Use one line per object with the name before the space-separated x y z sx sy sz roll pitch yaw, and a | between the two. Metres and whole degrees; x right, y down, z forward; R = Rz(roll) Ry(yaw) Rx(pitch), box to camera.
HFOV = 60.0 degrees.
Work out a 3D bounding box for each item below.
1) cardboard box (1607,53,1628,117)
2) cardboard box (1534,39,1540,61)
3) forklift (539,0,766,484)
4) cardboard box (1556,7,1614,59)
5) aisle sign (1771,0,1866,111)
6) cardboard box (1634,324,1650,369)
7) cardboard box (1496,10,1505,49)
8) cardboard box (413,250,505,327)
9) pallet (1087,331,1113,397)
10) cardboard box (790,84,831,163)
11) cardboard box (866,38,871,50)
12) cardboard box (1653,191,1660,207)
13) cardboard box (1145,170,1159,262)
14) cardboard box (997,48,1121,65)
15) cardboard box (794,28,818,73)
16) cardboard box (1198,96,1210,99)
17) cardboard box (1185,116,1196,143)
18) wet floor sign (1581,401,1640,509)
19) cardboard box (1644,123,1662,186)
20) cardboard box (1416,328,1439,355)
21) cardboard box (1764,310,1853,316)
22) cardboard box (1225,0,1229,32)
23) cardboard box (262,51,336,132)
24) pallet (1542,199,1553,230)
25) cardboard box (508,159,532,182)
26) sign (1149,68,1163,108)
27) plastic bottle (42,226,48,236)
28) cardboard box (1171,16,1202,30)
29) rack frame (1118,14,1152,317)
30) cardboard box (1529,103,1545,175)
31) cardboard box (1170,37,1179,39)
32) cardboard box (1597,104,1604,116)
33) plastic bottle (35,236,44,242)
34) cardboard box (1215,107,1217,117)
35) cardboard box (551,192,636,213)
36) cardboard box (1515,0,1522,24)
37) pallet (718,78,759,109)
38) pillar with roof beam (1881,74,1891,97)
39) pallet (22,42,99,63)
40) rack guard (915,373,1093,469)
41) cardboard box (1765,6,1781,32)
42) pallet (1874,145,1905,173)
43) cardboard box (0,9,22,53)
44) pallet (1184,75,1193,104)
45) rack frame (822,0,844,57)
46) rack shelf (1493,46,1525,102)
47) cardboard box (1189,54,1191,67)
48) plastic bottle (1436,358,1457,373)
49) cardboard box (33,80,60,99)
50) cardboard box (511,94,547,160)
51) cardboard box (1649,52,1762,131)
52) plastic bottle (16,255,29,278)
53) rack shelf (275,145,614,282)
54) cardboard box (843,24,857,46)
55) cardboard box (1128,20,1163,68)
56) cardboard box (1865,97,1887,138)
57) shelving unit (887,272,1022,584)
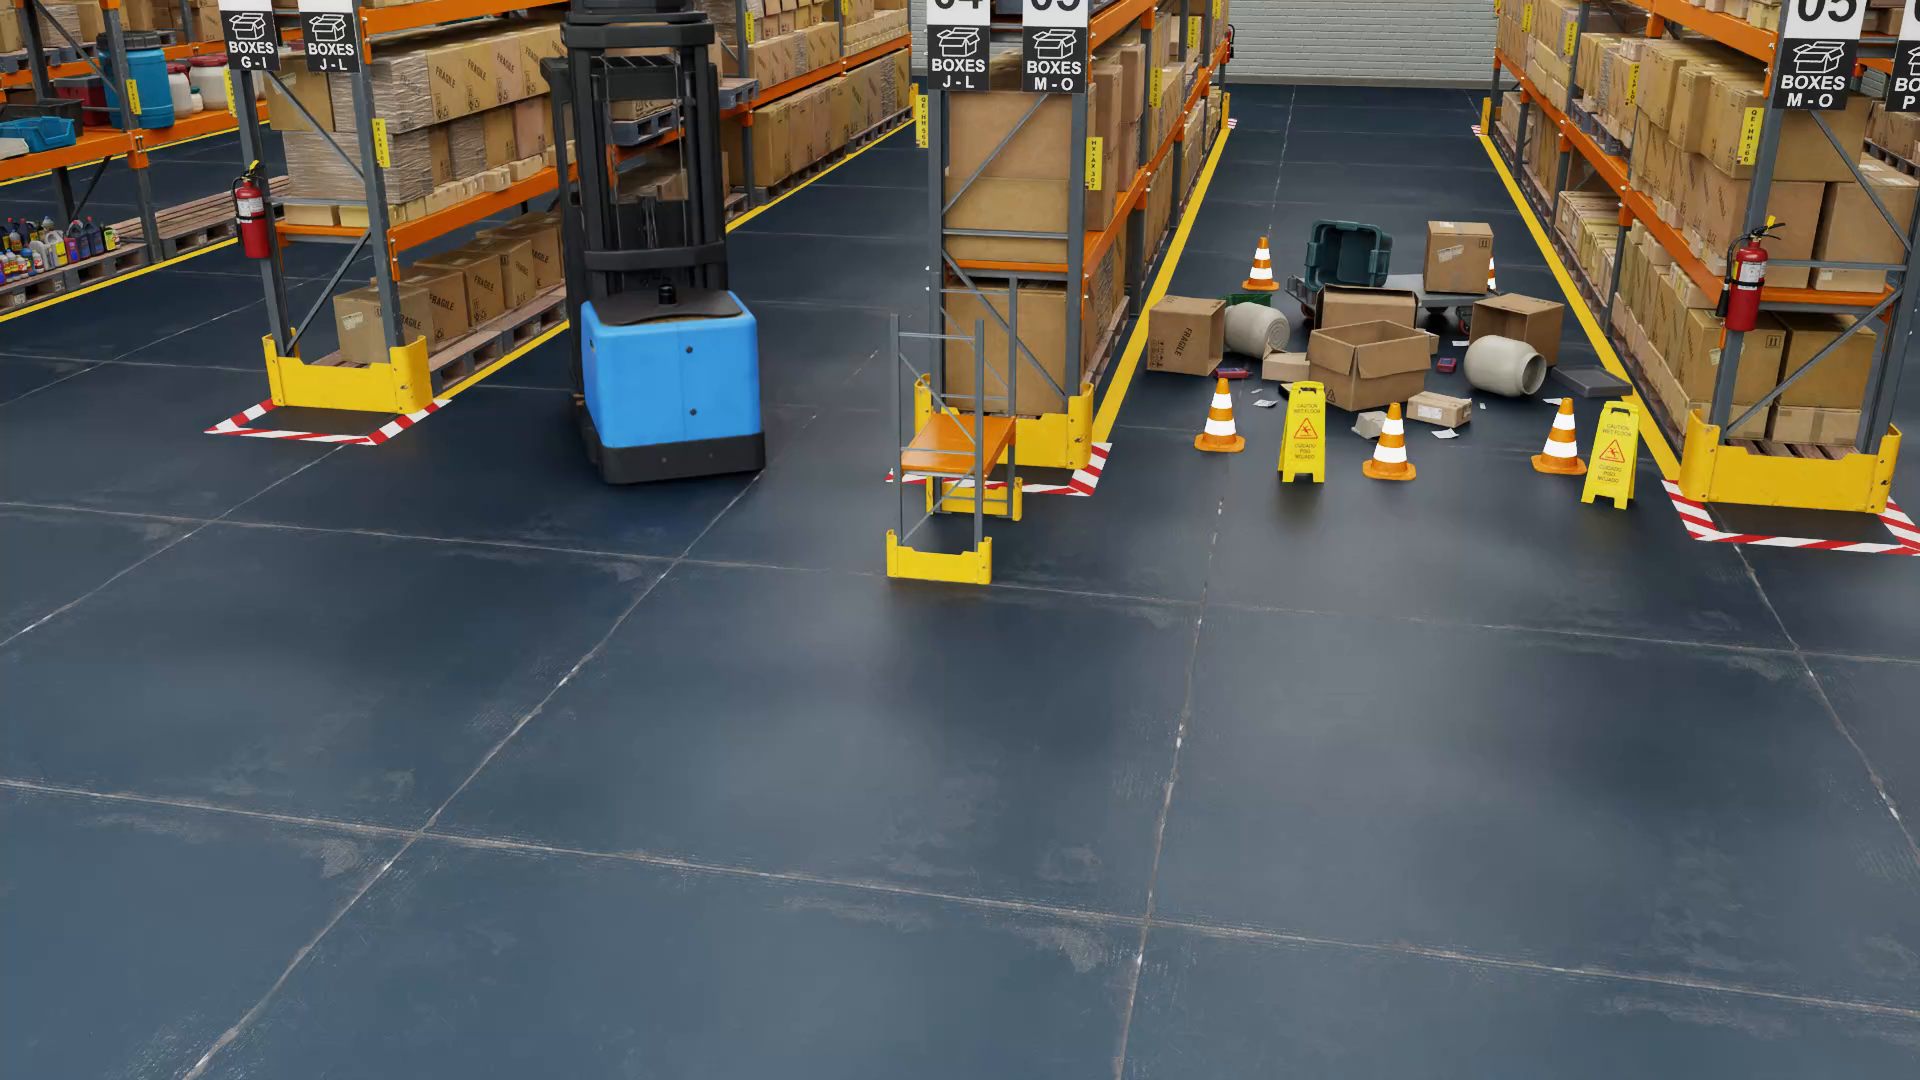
cardboard box | 6.062 -4.028 14.746 0.500 0.500 0.500 5 23 13
cardboard box | 7.168 -5.849 19.892 0.500 0.250 0.500 5 22 12
forklift | -2.214 -2.234 11.476 1.130 2.935 3.031 -7 23 -17
cardboard box | 6.743 -5.463 17.931 0.500 0.500 0.500 5 22 12
aisle sign | 4.868 -2.835 9.399 0.394 0.787 0.004 4 22 11
cardboard box | 5.393 -1.427 12.499 0.500 0.250 0.500 4 22 10
cardboard box | 8.050 -7.374 24.015 0.500 0.500 0.500 4 22 10
cardboard box | -4.158 -2.097 13.828 0.500 0.500 0.500 7 23 16
pallet | 0.636 -1.420 13.097 1.003 0.211 1.213 4 22 11
cardboard box | -2.381 -5.421 21.580 1.225 0.875 0.875 4 22 9
cardboard box | -1.492 -7.123 23.860 0.380 0.149 0.250 4 22 10
cardboard box | 5.493 -2.602 12.635 0.380 0.149 0.250 5 23 13
cardboard box | 1.353 -3.171 16.161 1.050 0.750 0.750 4 22 11
cardboard box | 0.762 -3.474 12.819 0.875 0.550 0.550 4 22 11
cardboard box | -2.124 -6.257 21.240 0.500 0.500 0.500 4 22 10
cardboard box | 3.389 -6.285 23.902 0.380 0.149 0.250 4 22 9
cardboard box | 2.525 -4.879 19.732 0.500 0.250 0.500 5 22 11
wet floor sign | 4.078 -0.550 10.356 0.267 0.644 0.232 13 25 29
cardboard box | 5.538 -2.952 12.637 0.500 0.500 0.500 4 22 11
cardboard box | 3.713 -1.690 13.695 0.258 0.266 0.396 -11 25 -26
cardboard box | 5.707 -1.371 11.358 0.500 0.500 0.500 4 22 9
cardboard box | 3.723 -7.822 24.729 0.500 0.500 0.500 5 22 12
cardboard box | -4.667 -3.254 12.047 0.500 0.500 0.500 4 22 11
pallet | 7.032 -3.545 18.373 1.003 0.211 1.213 4 22 11
cardboard box | -3.797 -3.083 13.830 0.380 0.149 0.250 4 22 11
sign | 1.658 -3.830 14.083 0.100 0.325 0.005 4 22 11
plastic bottle | -9.084 -3.012 16.473 0.097 0.201 0.097 0 22 0
cardboard box | 2.856 -6.552 21.084 0.380 0.149 0.250 5 23 13
rack frame | 1.114 -3.433 14.363 1.000 3.000 0.127 4 22 11
cardboard box | 7.565 -4.995 20.523 0.875 0.875 0.875 5 23 13
cardboard box | 2.267 -5.503 18.480 0.380 0.149 0.250 4 22 9
cardboard box | 6.308 -4.139 15.889 0.380 0.149 0.250 6 23 14
plastic bottle | -8.629 -2.723 15.646 0.061 0.283 0.133 4 22 11
cardboard box | 3.537 -6.237 24.181 0.380 0.149 0.250 5 22 12
cardboard box | -3.574 -3.116 16.332 0.700 0.500 0.500 3 22 7
cardboard box | 7.645 -7.094 21.981 0.500 0.500 0.500 5 22 12
pallet | -2.946 -4.954 18.395 1.213 0.211 1.003 4 22 11
pillar with roof beam | 10.508 -11.133 25.451 9.100 9.000 0.400 4 22 11
pallet | -12.209 -6.690 22.707 1.003 0.211 1.213 4 22 11
rack guard | 0.293 -0.802 11.176 1.175 0.500 0.348 4 22 11
cardboard box | 4.964 -3.057 9.749 0.380 0.149 0.250 5 22 11
pallet | 12.861 -5.047 22.102 1.003 0.211 1.213 4 22 11
cardboard box | -12.583 -6.548 21.401 0.700 0.500 0.500 -3 22 -7
pallet | 1.972 -5.076 18.699 1.213 0.211 1.003 4 22 11
rack frame | -2.088 -6.774 22.658 1.000 3.000 0.127 4 22 11
rack shelf | 8.021 -6.416 22.733 1.077 0.370 4.000 4 22 11
cardboard box | 2.542 -5.703 19.773 0.380 0.149 0.250 4 22 9
plastic bottle | 3.881 -1.401 13.250 0.133 0.061 0.283 8 23 20
cardboard box | -12.429 -6.216 23.025 0.500 0.250 0.500 4 22 10
cardboard box | -4.013 -3.502 14.002 0.875 0.500 0.500 4 22 11
cardboard box | 5.424 -3.230 11.988 0.700 0.500 0.500 4 22 10
plastic bottle | -8.600 -2.507 15.219 0.097 0.201 0.097 0 22 0
rack shelf | -4.129 -2.783 13.712 1.077 0.370 4.000 4 22 11
cardboard box | -1.736 -6.994 23.008 0.500 0.250 0.500 4 22 10
cardboard box | 1.625 -4.870 16.458 0.700 0.500 0.500 4 22 10
cardboard box | 13.072 -5.925 23.329 0.797 0.503 0.637 4 22 9
shelving unit | -0.016 -0.668 9.504 0.587 1.500 1.083 4 22 11
